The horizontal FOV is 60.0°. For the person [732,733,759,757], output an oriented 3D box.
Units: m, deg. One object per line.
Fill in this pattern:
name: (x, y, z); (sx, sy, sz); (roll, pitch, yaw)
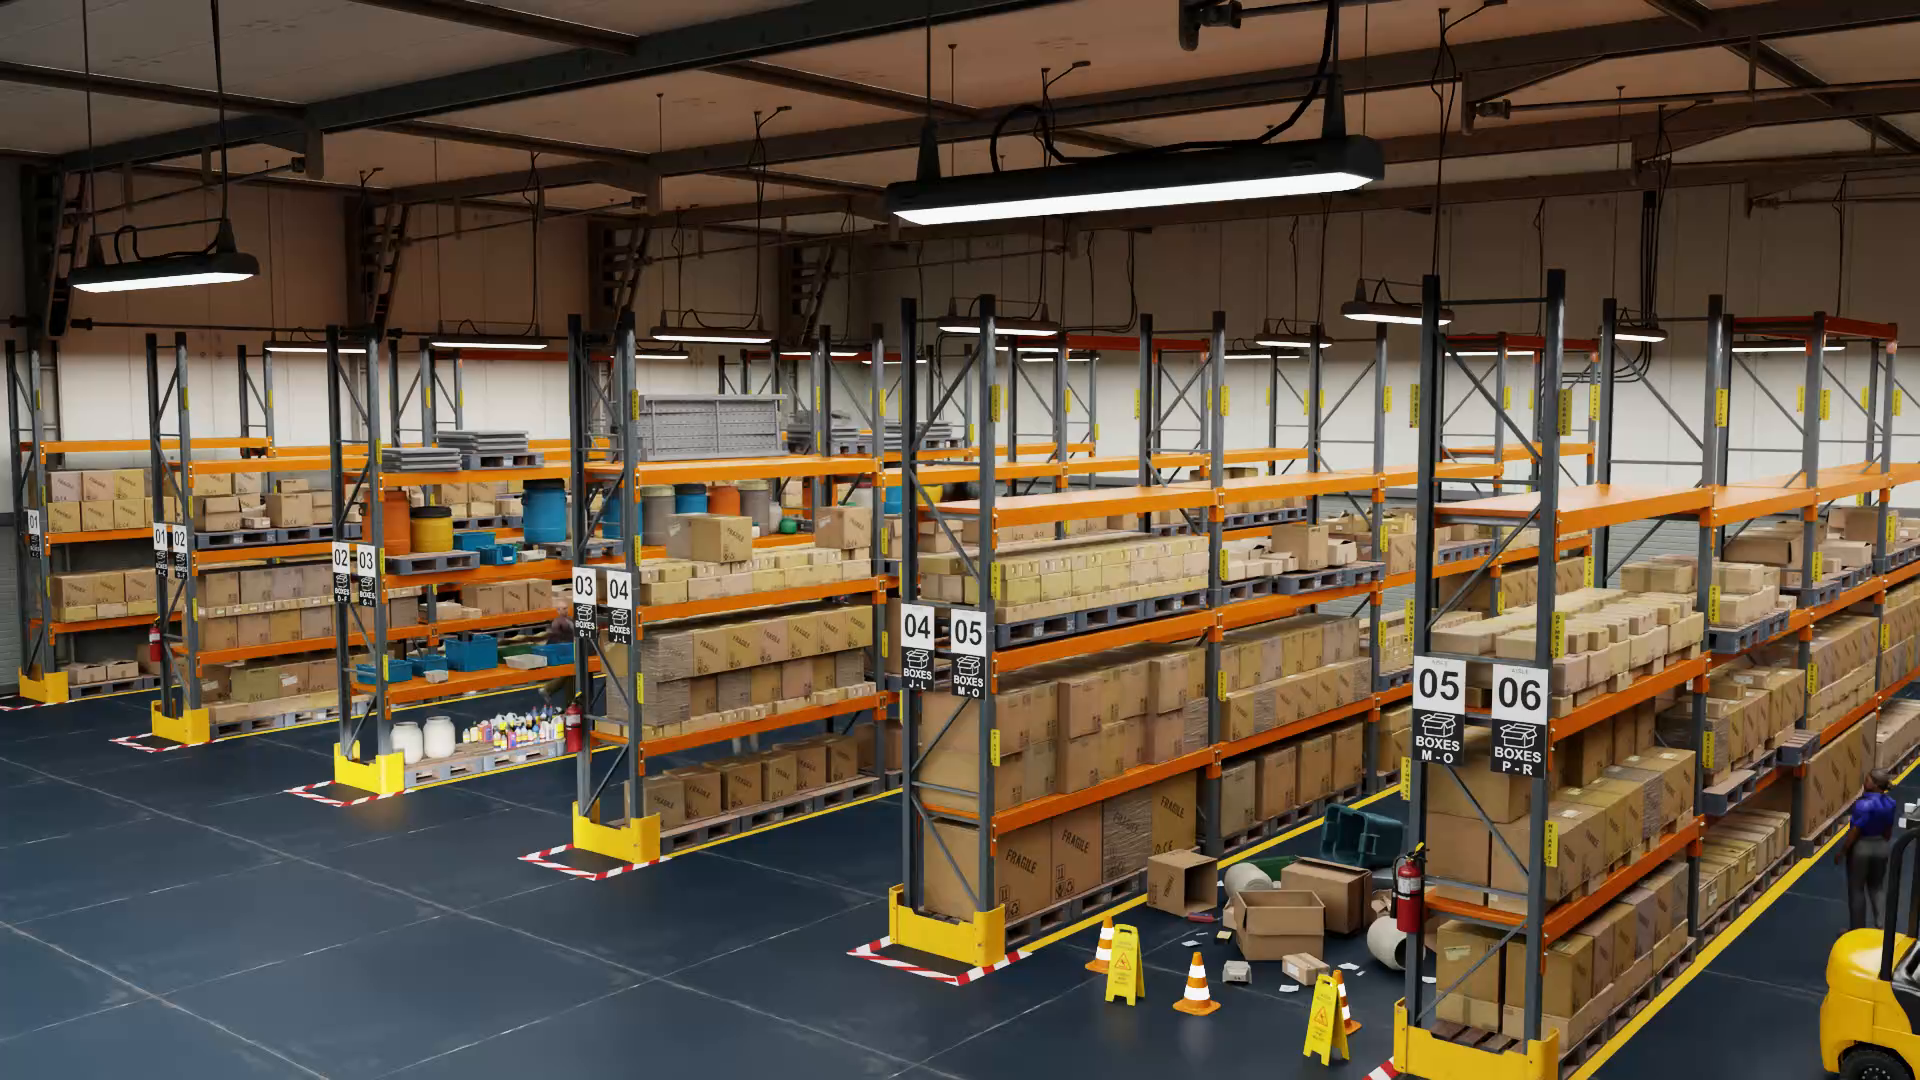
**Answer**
person: (-2.897, 2.210, 22.096); (0.491, 1.747, 0.531); (0, 5, 0)

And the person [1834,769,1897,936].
person: (8.472, 2.956, 15.575); (0.525, 1.661, 0.426); (0, 5, -3)

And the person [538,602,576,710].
person: (-6.402, 1.865, 26.776); (0.779, 1.763, 0.535); (-1, 5, -16)

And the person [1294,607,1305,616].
person: (5.634, 1.881, 27.603); (0.430, 1.590, 0.479); (4, 6, 34)
